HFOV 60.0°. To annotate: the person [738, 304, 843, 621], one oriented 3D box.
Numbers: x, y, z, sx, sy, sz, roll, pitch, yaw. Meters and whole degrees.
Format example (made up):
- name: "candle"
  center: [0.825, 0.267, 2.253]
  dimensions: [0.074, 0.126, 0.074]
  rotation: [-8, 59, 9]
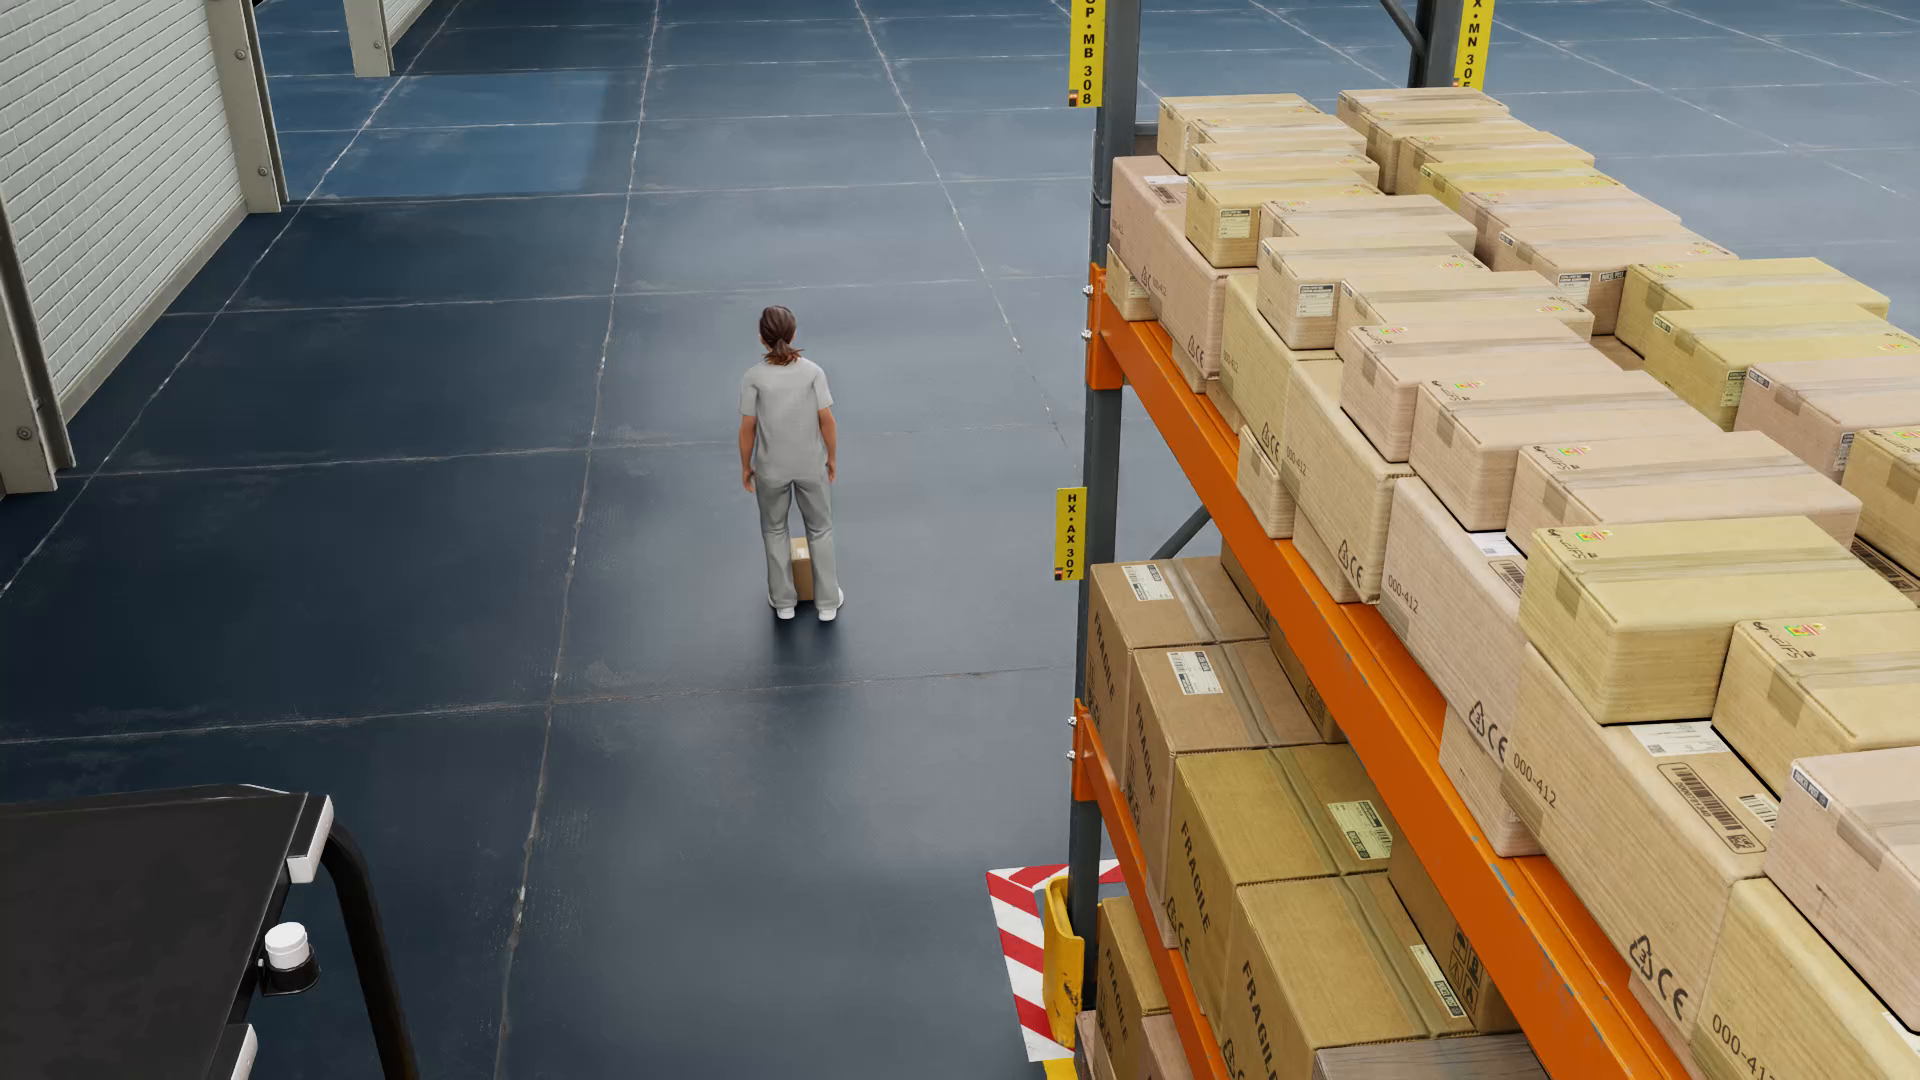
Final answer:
- name: "person"
  center: [-0.852, -0.372, 8.344]
  dimensions: [0.504, 1.671, 0.416]
  rotation: [-5, 28, -10]
